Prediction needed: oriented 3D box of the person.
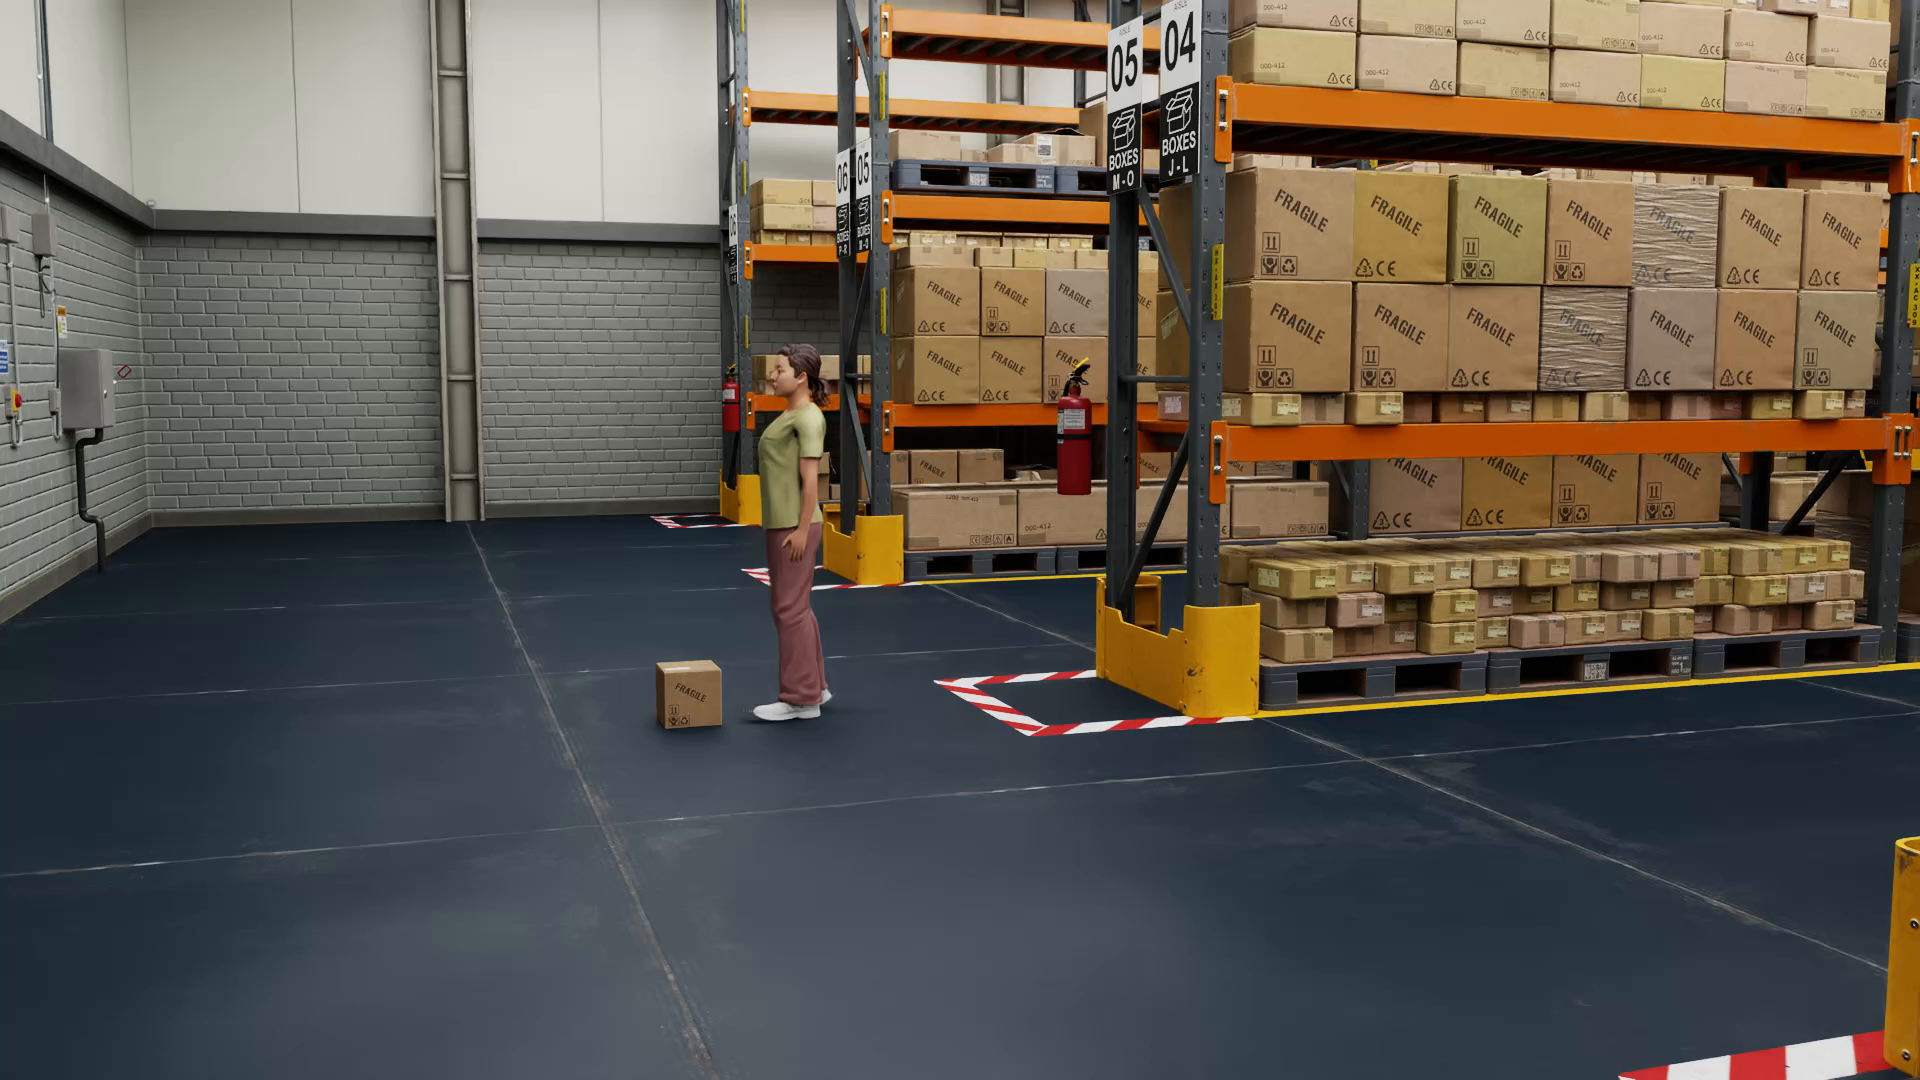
[{"bbox_3d":[-0.749,0.121,7.444,0.406,1.473,0.441,-2,6,-17],"label":"person"}]
